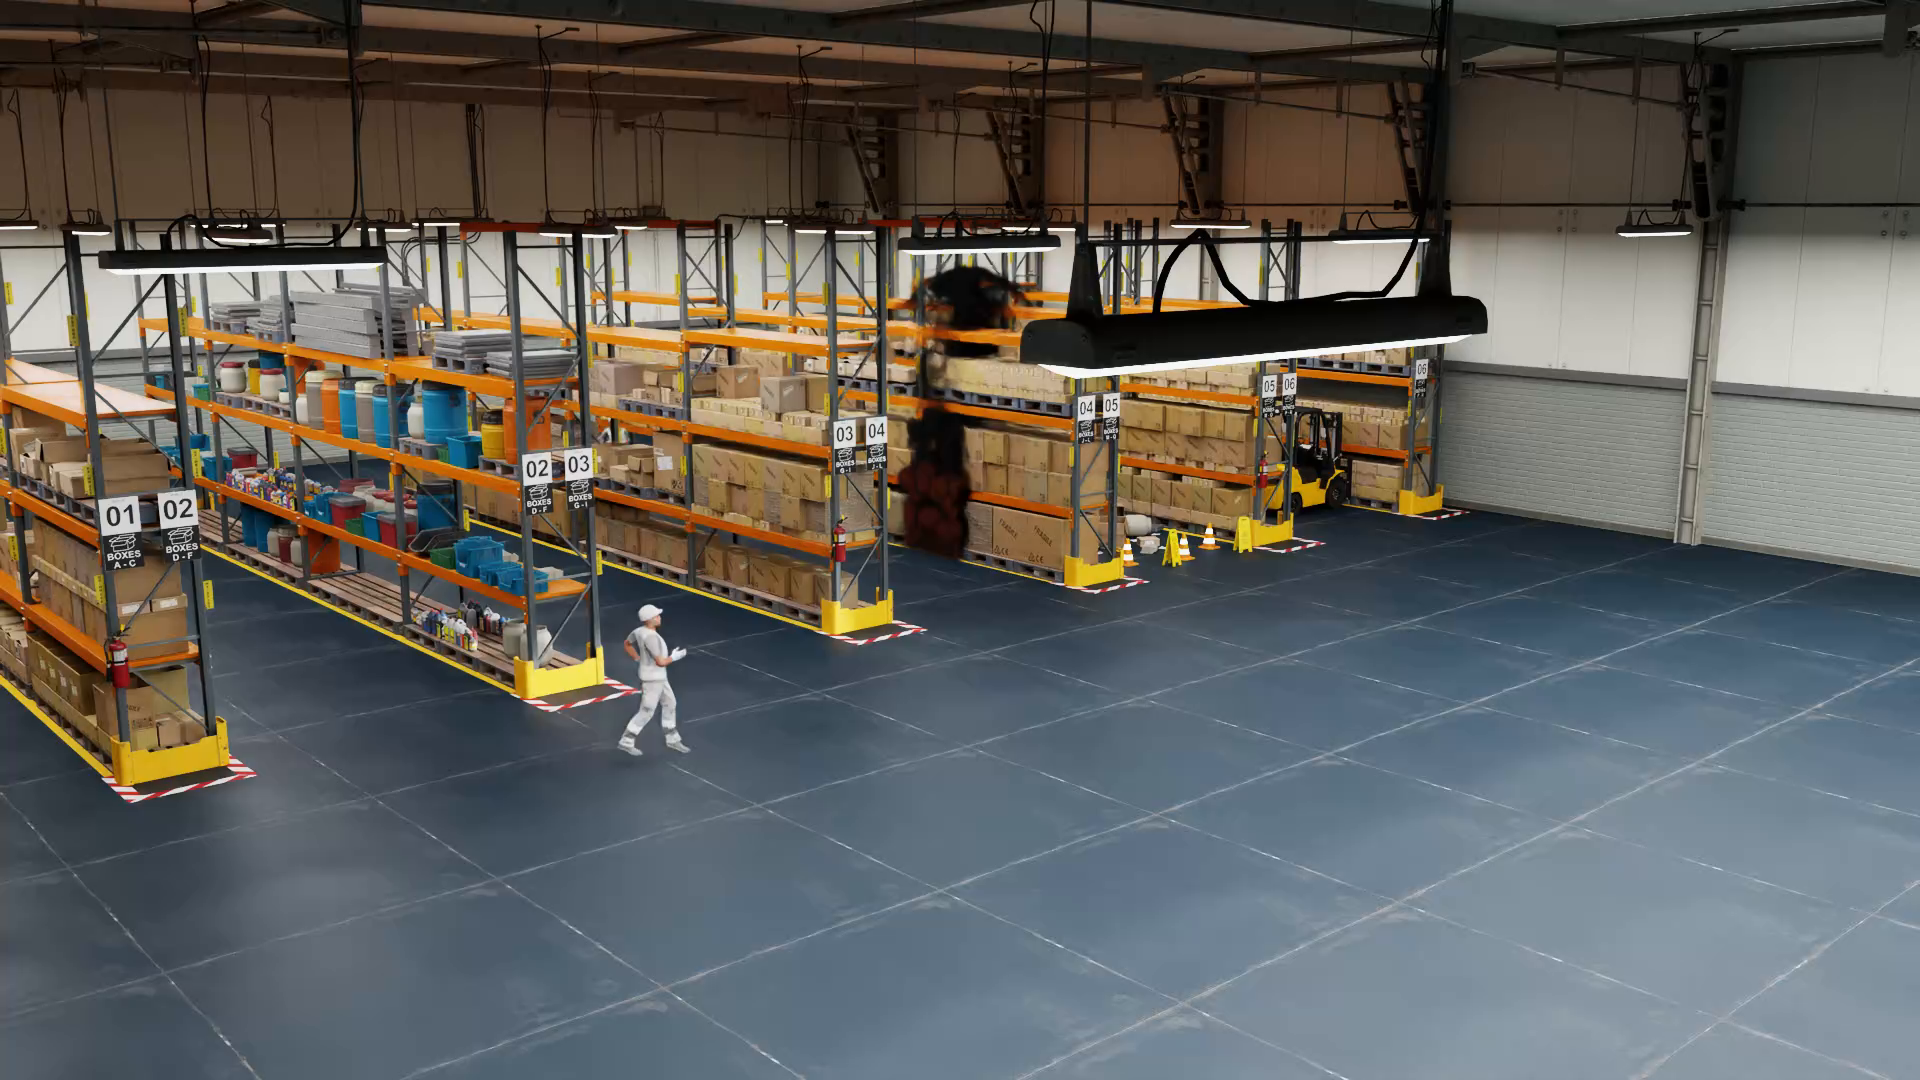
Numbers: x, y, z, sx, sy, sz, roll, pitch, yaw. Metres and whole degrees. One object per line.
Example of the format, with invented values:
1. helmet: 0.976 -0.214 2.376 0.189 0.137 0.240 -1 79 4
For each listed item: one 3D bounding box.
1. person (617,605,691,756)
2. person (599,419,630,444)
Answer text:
1. person: -3.553 1.635 19.167 0.862 1.835 0.653 -3 12 -16
2. person: -7.572 -1.874 36.768 0.627 1.819 0.742 -9 14 -38
